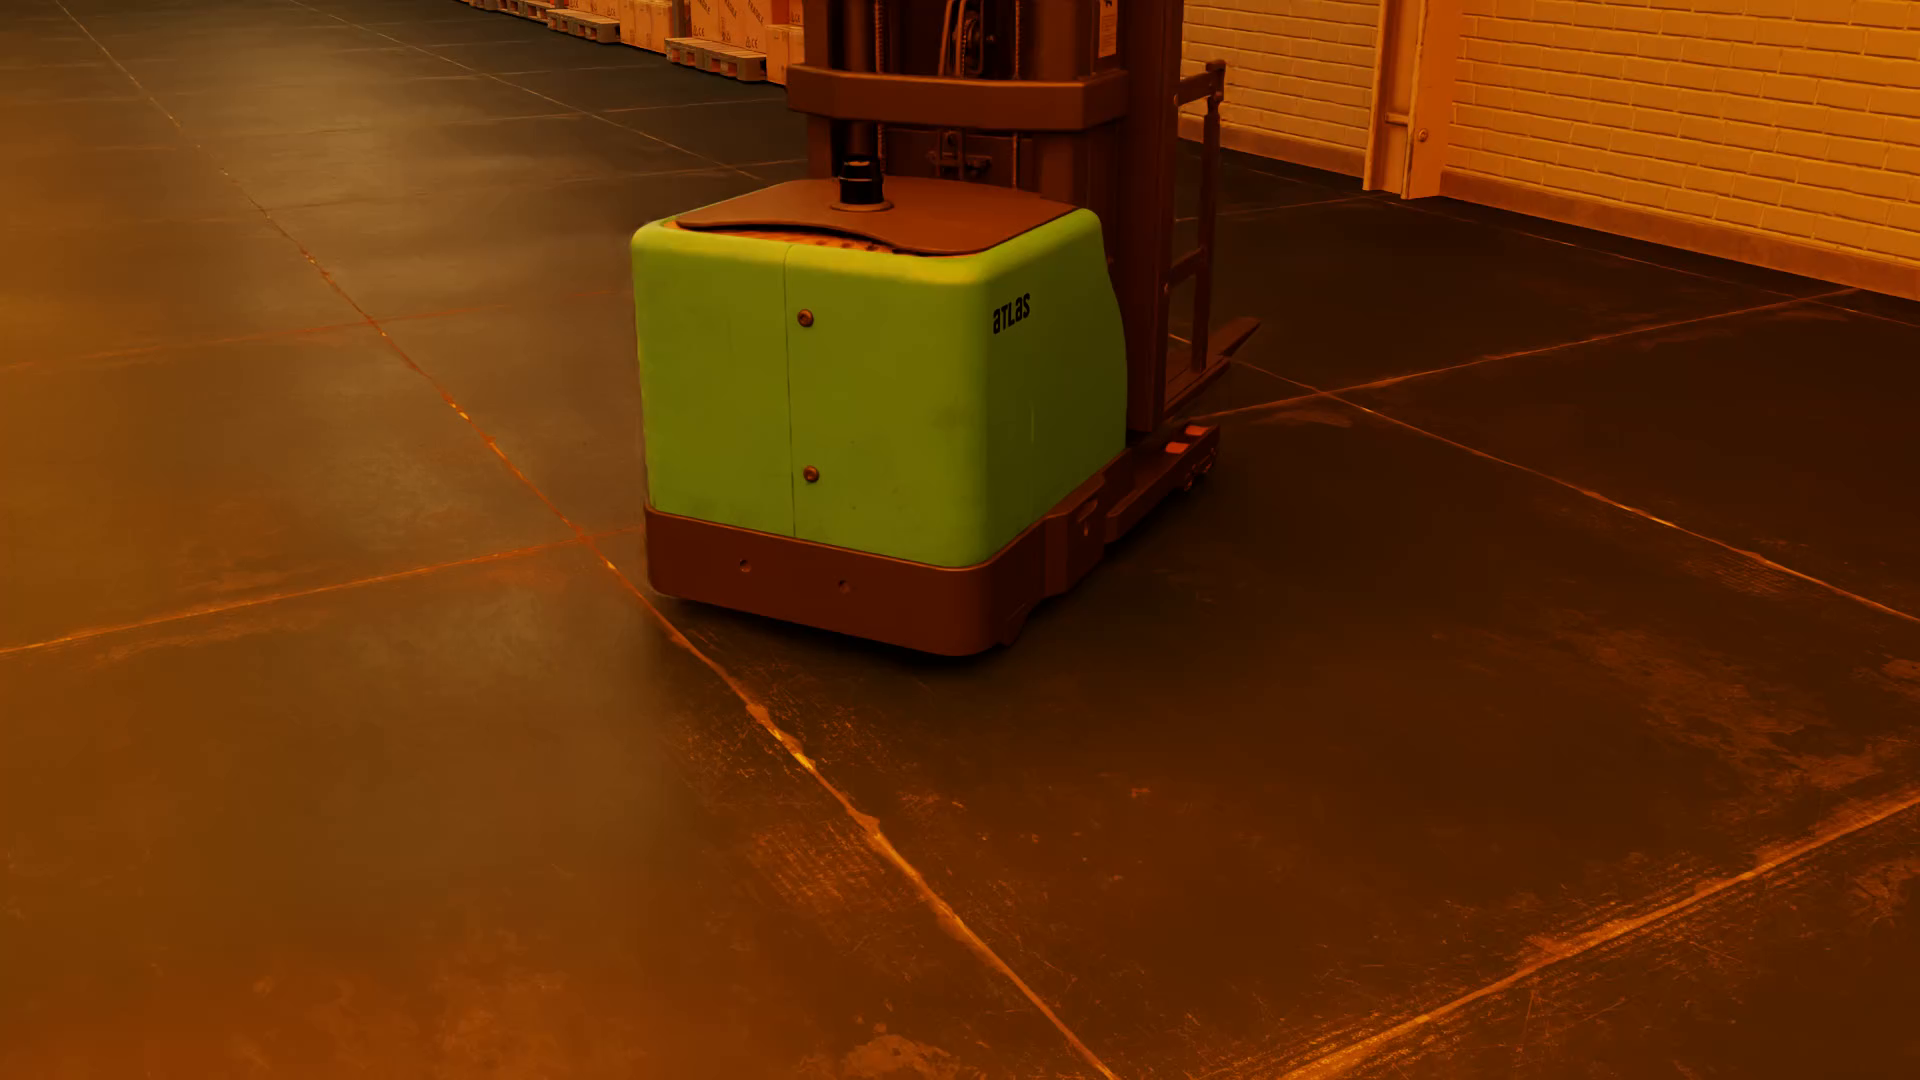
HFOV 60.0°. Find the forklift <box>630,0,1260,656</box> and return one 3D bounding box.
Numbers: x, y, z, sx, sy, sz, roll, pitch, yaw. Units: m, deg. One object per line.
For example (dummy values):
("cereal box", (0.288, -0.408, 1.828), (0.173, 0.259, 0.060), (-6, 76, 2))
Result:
("forklift", (0.238, -1.583, 5.131), (1.130, 2.935, 3.031), (11, 25, 24))
